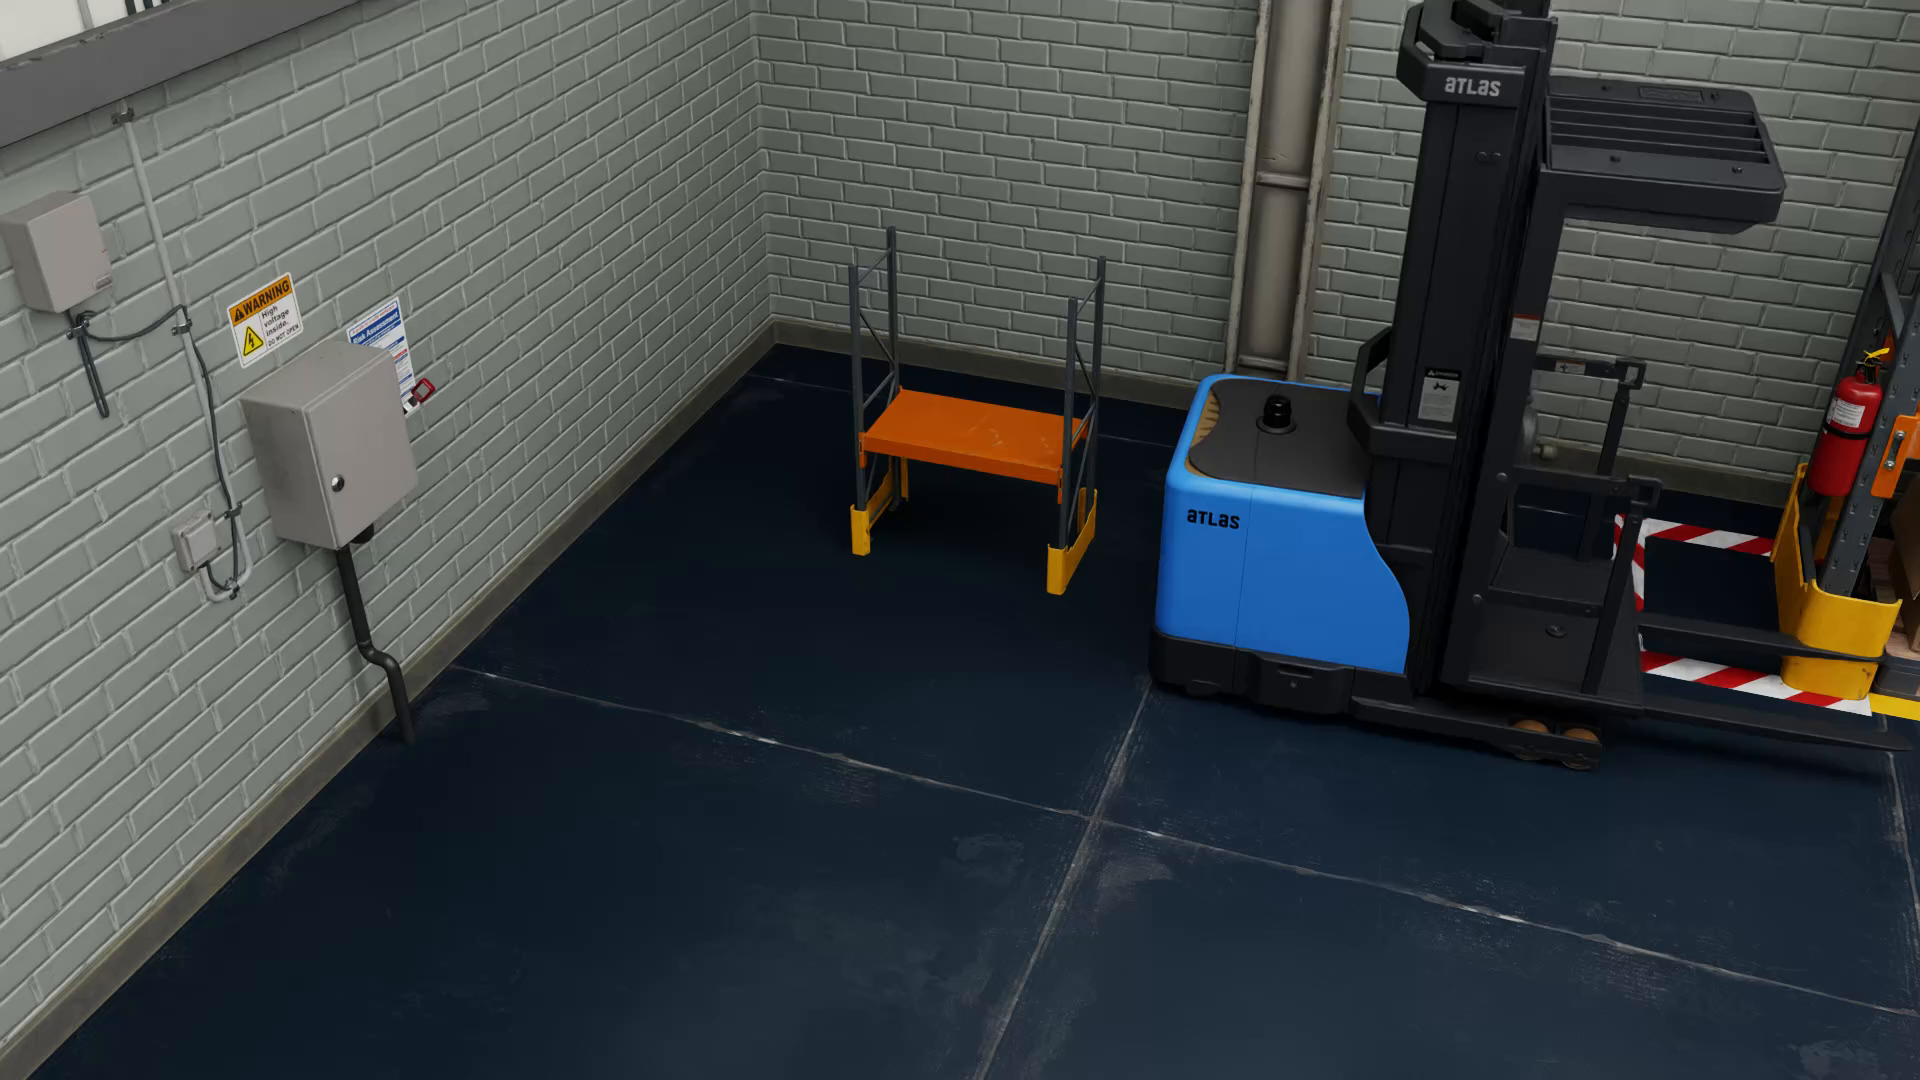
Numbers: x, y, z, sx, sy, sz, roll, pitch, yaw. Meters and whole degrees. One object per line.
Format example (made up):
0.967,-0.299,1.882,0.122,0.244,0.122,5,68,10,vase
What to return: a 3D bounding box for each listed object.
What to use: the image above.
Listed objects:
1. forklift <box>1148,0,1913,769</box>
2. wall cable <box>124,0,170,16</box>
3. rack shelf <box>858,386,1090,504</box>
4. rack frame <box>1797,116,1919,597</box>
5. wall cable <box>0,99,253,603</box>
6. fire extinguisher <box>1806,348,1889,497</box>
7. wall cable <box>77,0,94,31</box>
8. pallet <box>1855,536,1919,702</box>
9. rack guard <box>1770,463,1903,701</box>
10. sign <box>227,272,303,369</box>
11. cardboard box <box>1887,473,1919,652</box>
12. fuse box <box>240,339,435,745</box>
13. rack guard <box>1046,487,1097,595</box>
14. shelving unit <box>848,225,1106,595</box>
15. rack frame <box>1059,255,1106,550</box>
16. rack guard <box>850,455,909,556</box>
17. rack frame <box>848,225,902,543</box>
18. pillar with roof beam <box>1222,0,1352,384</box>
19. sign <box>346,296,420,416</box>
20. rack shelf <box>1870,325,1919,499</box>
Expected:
2.395,-0.617,6.503,3.031,2.935,1.130,9,34,13,forklift
-2.014,-3.597,5.491,0.133,3.039,2.988,11,34,16,wall cable
0.080,-0.463,7.917,1.000,0.185,0.538,11,34,16,rack shelf
3.875,-0.900,6.879,0.127,3.000,1.000,11,34,16,rack frame
-2.644,-0.538,5.381,0.122,1.984,0.588,11,34,16,wall cable
3.581,-0.502,6.677,0.183,0.674,0.296,11,34,16,fire extinguisher
-2.989,-2.166,3.308,0.029,3.000,2.355,11,34,16,wall cable
4.698,0.431,7.388,1.213,0.211,1.003,11,34,16,pallet
3.947,0.164,7.535,0.348,0.500,1.175,11,34,16,rack guard
-2.479,-0.787,5.943,0.001,0.242,0.339,11,34,16,sign
4.419,0.133,7.194,0.637,0.503,0.797,10,34,15,cardboard box
-2.266,0.111,6.501,0.414,1.711,0.539,11,34,16,fuse box
0.541,0.000,8.019,0.087,0.250,0.587,11,34,16,rack guard
0.072,-0.616,7.822,1.083,1.500,0.587,11,34,16,shelving unit
0.559,-0.521,7.675,0.032,1.500,0.500,11,34,16,rack frame
-0.397,-0.182,8.302,0.087,0.250,0.587,11,34,16,rack guard
-0.398,-0.707,7.963,0.032,1.500,0.500,11,34,16,rack frame
0.189,-2.176,3.324,0.400,9.000,9.100,11,34,16,pillar with roof beam
-2.294,-0.681,6.627,0.001,0.494,0.329,11,34,16,sign
5.758,-0.232,6.507,4.000,0.370,1.077,11,34,16,rack shelf
